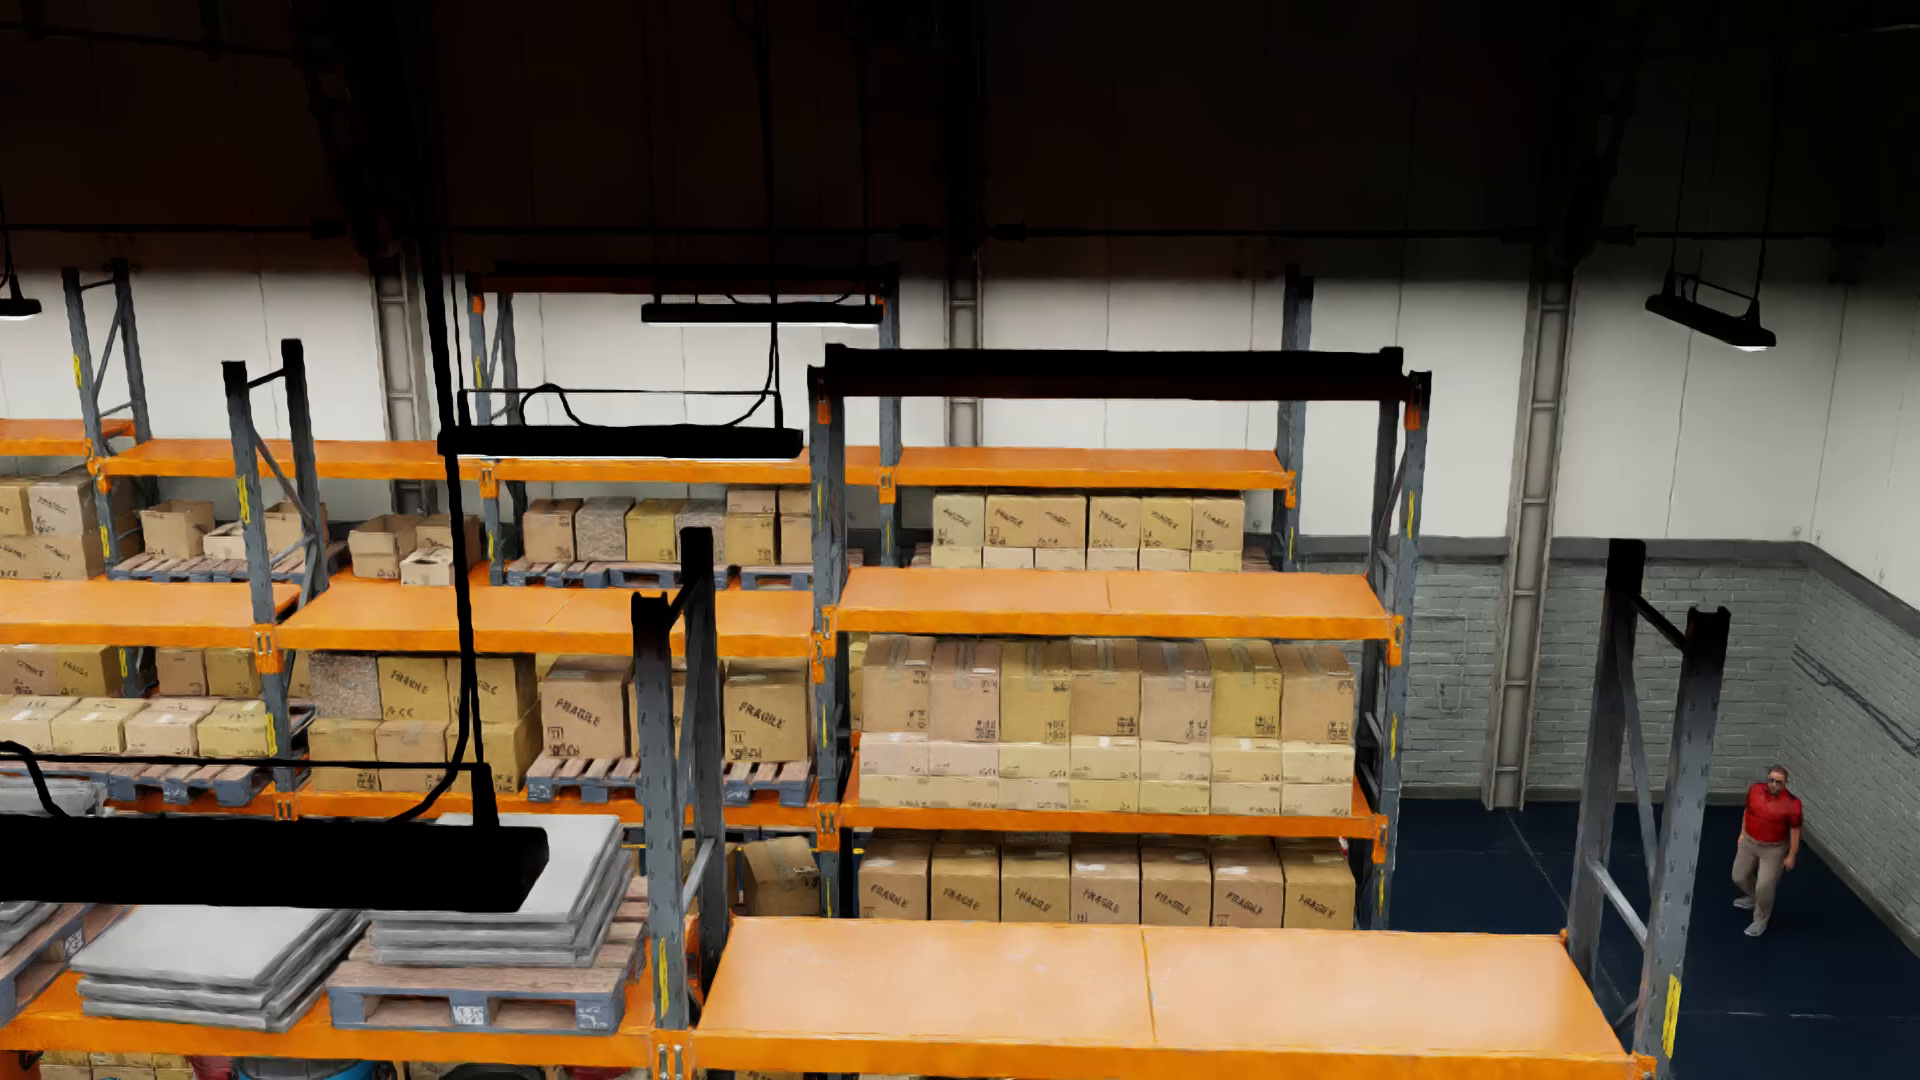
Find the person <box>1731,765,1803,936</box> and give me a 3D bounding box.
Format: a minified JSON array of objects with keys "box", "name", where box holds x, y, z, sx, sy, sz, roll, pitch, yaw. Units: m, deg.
[{"box":[7.610,2.870,15.664,0.529,1.716,0.598,-11,19,-32],"name":"person"}]
